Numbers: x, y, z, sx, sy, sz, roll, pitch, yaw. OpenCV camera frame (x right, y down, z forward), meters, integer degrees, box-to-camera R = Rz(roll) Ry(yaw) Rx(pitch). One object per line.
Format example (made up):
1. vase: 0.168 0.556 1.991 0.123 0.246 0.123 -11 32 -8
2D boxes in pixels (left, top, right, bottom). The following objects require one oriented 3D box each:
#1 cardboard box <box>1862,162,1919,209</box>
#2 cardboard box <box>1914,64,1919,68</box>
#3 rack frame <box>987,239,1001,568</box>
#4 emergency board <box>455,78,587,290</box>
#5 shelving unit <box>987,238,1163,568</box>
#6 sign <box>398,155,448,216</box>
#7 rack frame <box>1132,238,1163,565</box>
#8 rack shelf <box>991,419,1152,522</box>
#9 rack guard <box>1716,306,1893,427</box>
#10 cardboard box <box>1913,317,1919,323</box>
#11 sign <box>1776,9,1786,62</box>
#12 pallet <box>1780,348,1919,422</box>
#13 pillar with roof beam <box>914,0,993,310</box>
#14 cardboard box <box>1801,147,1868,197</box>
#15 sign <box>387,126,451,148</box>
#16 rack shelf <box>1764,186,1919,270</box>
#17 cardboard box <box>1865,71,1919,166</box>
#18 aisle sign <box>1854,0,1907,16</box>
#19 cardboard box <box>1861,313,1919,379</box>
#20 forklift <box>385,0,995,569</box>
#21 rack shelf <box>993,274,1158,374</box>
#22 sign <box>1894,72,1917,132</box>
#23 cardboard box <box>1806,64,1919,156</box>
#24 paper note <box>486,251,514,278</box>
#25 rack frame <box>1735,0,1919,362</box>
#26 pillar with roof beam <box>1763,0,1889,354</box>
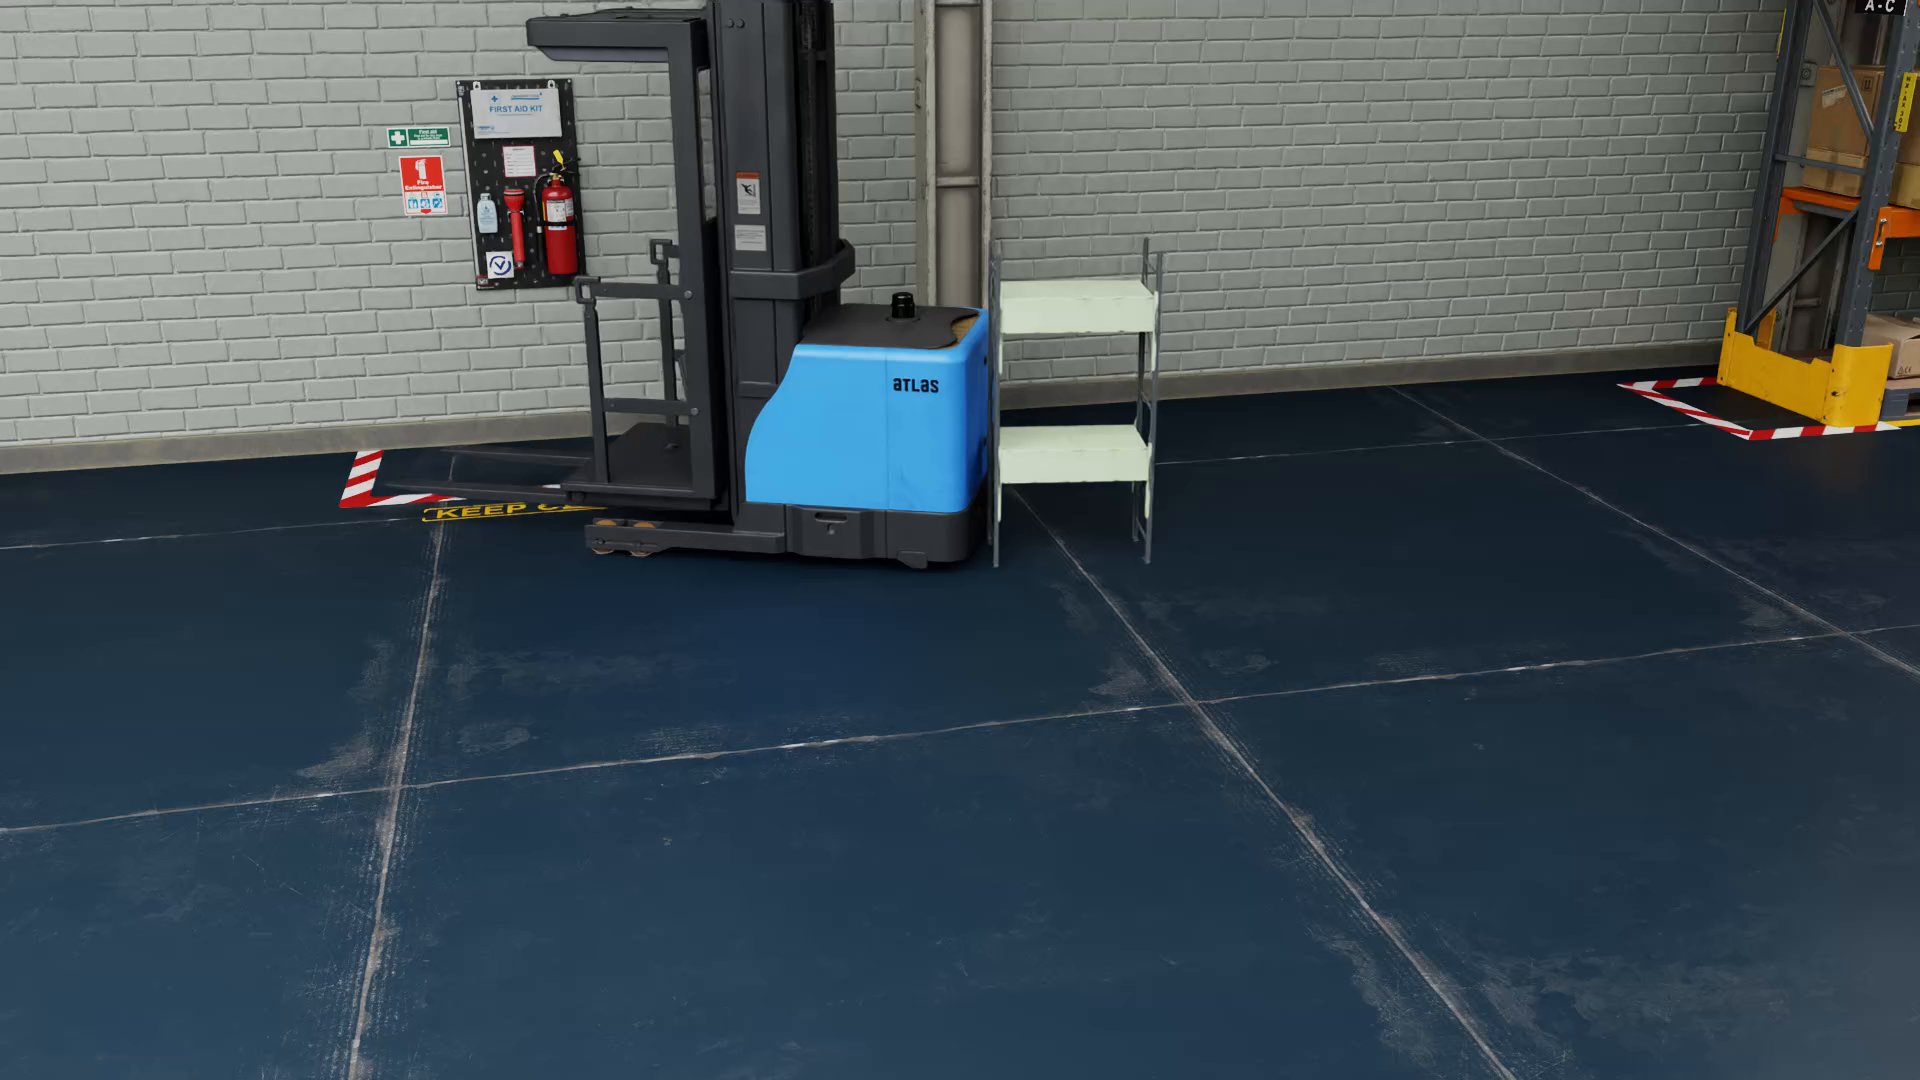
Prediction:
1. cardboard box: 5.866 -2.168 10.062 0.500 0.250 0.500 -5 21 -14
2. cardboard box: 6.220 -2.733 10.514 0.500 0.500 0.500 -4 21 -12
3. rack frame: 0.159 -0.637 7.874 0.023 1.500 0.400 -1 20 -4
4. emergency board: -2.453 -1.984 9.371 0.643 1.169 0.194 -5 21 -12
5. shelving unit: 0.524 -0.646 7.898 0.755 1.500 0.431 -1 20 -4
6. sign: -3.015 -1.992 9.339 0.234 0.329 0.001 -5 21 -12
7. rack frame: 0.890 -0.655 7.922 0.023 1.500 0.400 -1 20 -4
8. rack shelf: 0.524 -0.340 8.010 0.720 0.370 0.431 -1 20 -4
9. rack guard: 5.392 -1.129 10.671 0.348 0.500 1.175 -5 21 -12
10. cardboard box: 6.567 -1.311 10.802 0.500 0.311 0.500 -3 20 -8
11. sign: 5.210 -3.177 10.483 0.005 0.325 0.100 -5 21 -12
12. pallet: 6.190 -1.046 10.864 1.213 0.211 1.003 -5 21 -12
13. pillar with roof beam: 0.952 -3.543 4.904 0.400 9.000 9.100 -5 21 -12
14. cardboard box: 5.728 -2.338 10.525 0.500 0.250 0.500 -4 21 -12
15. sign: -3.008 -2.238 9.241 0.331 0.109 0.001 -5 21 -12
16. rack shelf: 7.264 -2.118 10.780 4.000 0.370 1.077 -5 21 -12
17. cardboard box: 5.851 -2.525 9.946 0.500 0.500 0.500 -5 21 -12
18. aisle sign: 5.317 -3.412 9.488 0.004 0.787 0.394 -5 21 -12
19. cardboard box: 6.012 -1.266 10.679 0.500 0.311 0.500 -7 21 -19
20. forklift: -1.372 -1.468 8.060 3.031 2.935 1.130 4 20 10
21. rack shelf: 0.524 -1.013 7.764 0.720 0.370 0.431 -1 20 -4
22. sign: 5.443 -2.522 9.580 0.005 0.325 0.100 -5 21 -12
23. cardboard box: 5.728 -2.697 10.414 0.500 0.500 0.500 -5 21 -13
24. paper note: -2.641 -1.580 9.547 0.142 0.148 0.016 -5 21 -12
25. rack frame: 5.318 -2.297 10.225 0.127 3.000 1.000 -5 21 -12
26. pillar with roof beam: 6.791 -4.018 6.201 0.400 9.000 9.100 -5 21 -12
